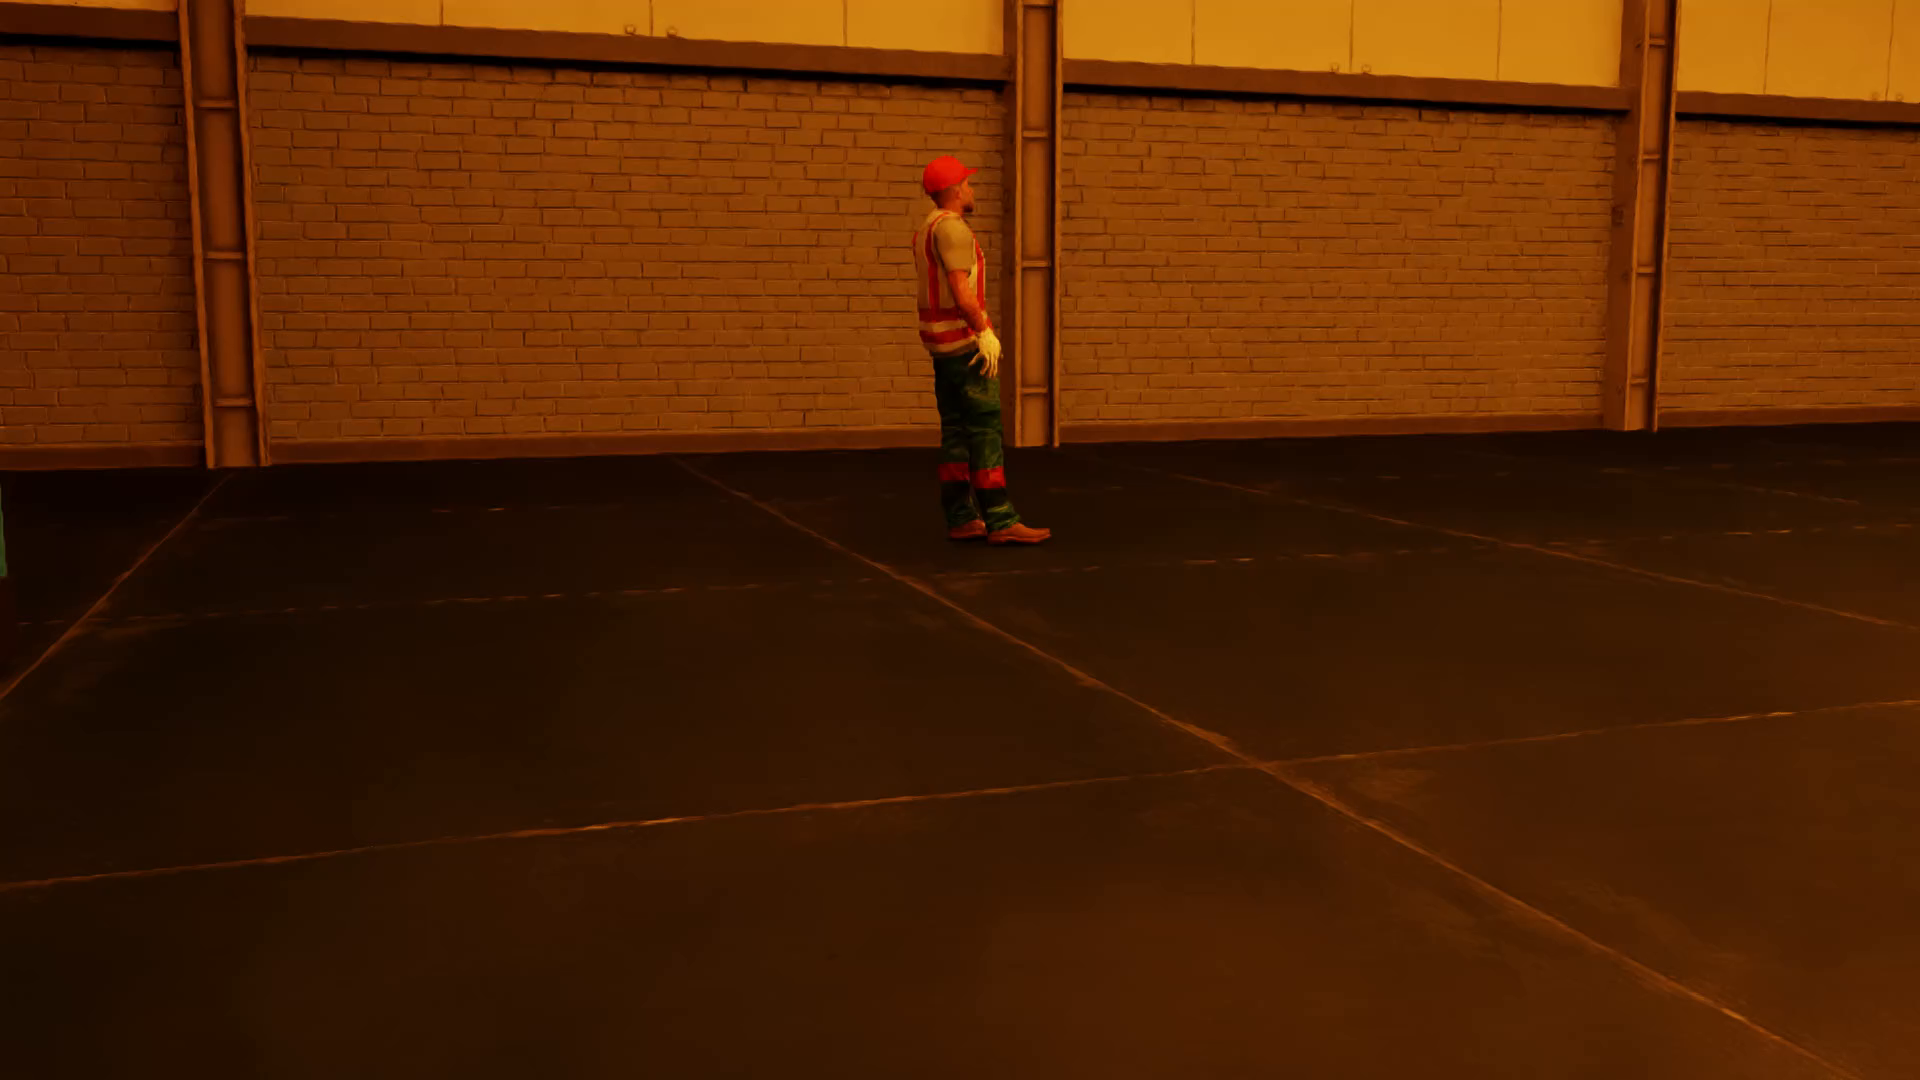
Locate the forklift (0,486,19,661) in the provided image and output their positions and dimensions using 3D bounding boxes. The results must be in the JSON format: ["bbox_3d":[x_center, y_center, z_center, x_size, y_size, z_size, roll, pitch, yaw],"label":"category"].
[{"bbox_3d":[-4.213,-0.956,4.078,3.031,2.935,1.130,-6,10,-40],"label":"forklift"}]

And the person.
[{"bbox_3d":[0.080,-0.895,7.817,0.563,1.787,0.637,-3,8,-18],"label":"person"}]
